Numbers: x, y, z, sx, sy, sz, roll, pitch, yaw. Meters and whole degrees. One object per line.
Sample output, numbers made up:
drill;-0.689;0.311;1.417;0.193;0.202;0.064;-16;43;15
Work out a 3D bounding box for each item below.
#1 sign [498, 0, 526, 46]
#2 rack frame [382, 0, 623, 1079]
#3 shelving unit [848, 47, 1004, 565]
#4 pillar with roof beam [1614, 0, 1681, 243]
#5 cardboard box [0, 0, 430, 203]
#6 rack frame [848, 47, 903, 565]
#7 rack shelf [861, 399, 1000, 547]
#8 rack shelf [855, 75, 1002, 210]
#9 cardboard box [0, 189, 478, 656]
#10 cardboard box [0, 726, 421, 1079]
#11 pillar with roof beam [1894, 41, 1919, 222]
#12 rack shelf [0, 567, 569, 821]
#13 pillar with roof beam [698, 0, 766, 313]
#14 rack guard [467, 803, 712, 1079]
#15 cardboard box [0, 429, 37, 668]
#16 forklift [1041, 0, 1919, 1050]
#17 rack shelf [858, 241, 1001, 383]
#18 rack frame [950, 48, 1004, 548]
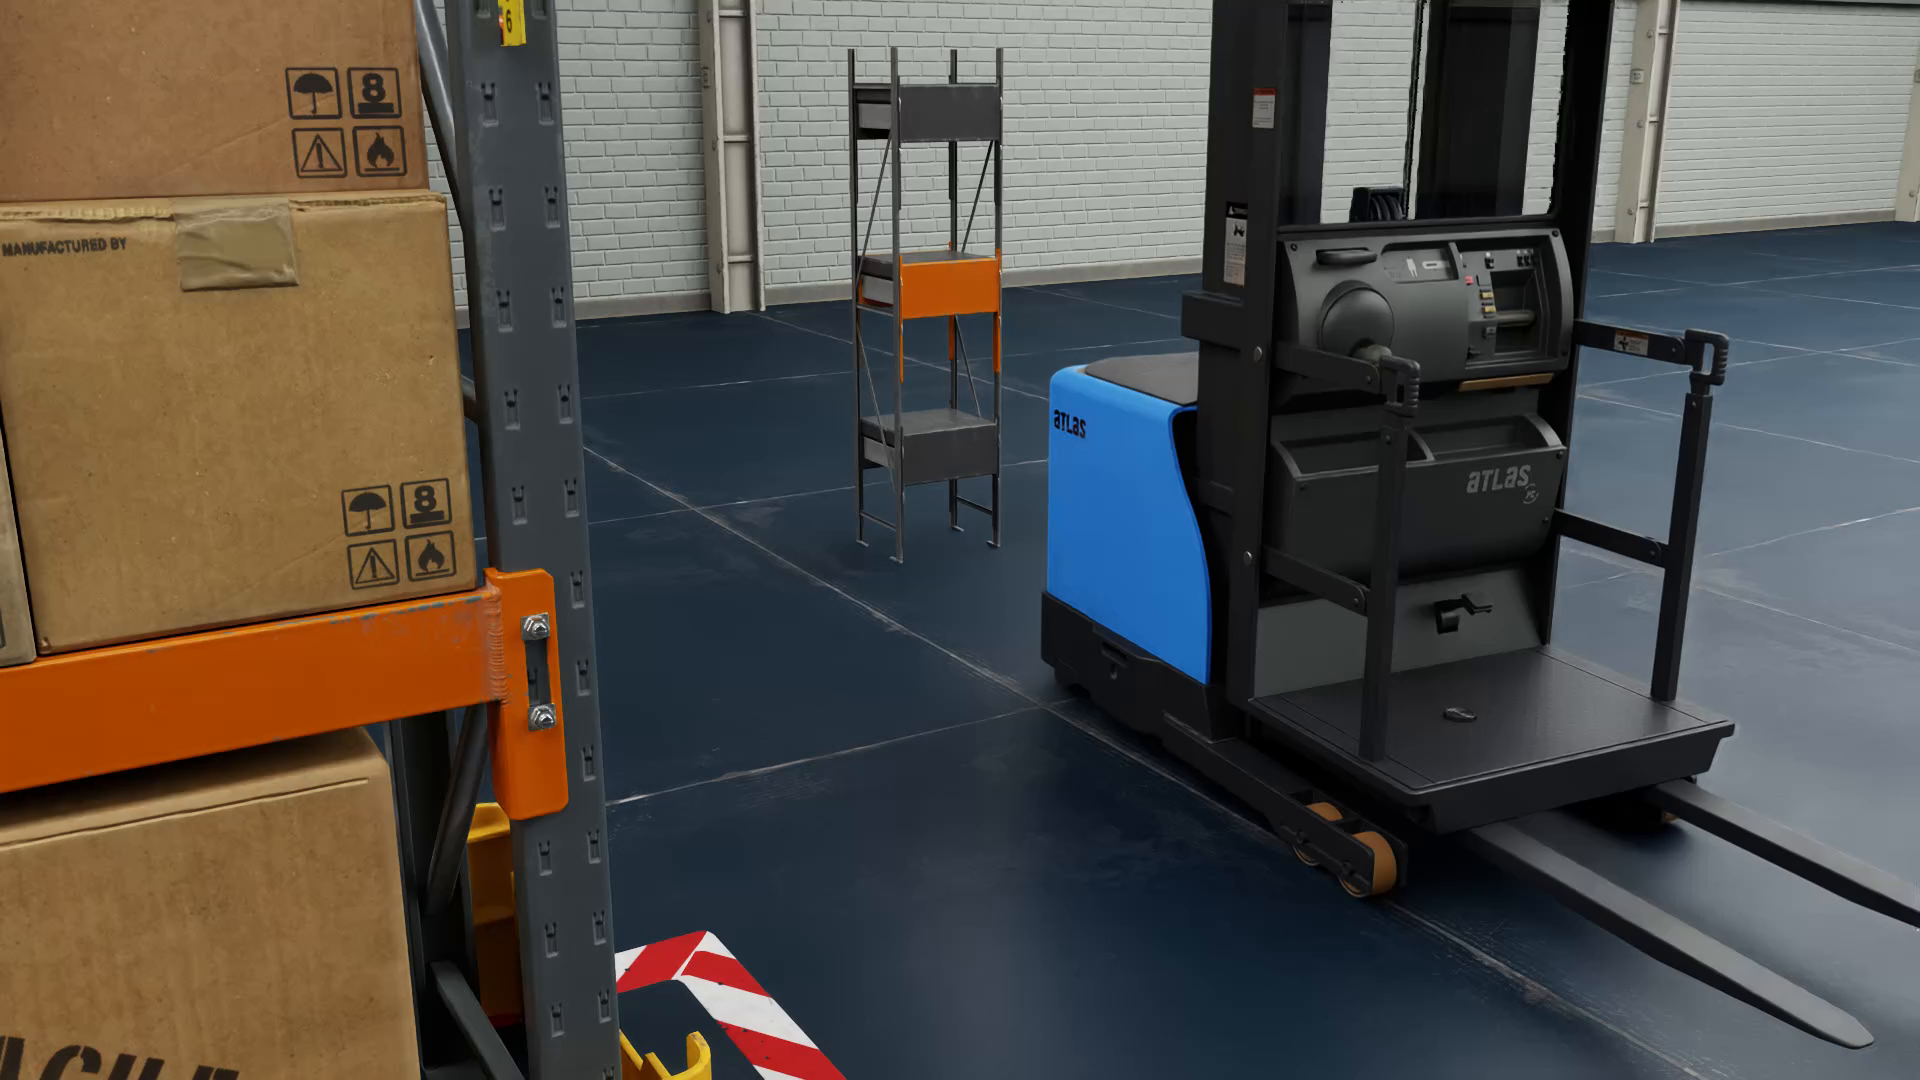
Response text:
sign;-0.573;-0.790;2.086;0.005;0.325;0.100;-9;18;-30
rack frame;-0.841;-0.246;2.729;0.127;3.000;1.000;-9;18;-30
shelving unit;-0.142;-0.988;7.044;0.503;2.100;0.431;-9;18;-30
pillar with roof beam;10.549;-7.031;15.821;0.400;9.000;9.100;-9;18;-30
cardboard box;-1.179;-0.795;2.411;0.550;0.550;0.875;-9;18;-30
rack frame;-0.351;-0.954;6.923;0.015;2.100;0.400;-9;18;-30
rack shelf;-0.142;-0.301;7.237;0.480;0.518;0.431;-9;18;-30
rack shelf;-0.142;-1.649;6.859;0.480;0.518;0.431;-9;18;-30
cardboard box;-1.135;-0.256;2.487;0.550;0.550;0.875;-9;18;-30
cardboard box;-1.388;0.685;2.568;0.875;0.875;0.875;-9;18;-29
pillar with roof beam;15.693;-7.865;18.796;0.400;9.000;9.100;-9;18;-30
rack shelf;-2.555;0.379;1.834;4.000;0.370;1.077;-9;18;-30
pillar with roof beam;0.263;-5.363;9.870;0.400;9.000;9.100;-9;18;-30
rack guard;-0.820;0.955;3.078;0.348;0.500;1.175;-9;18;-30
cardboard box;-1.596;-0.174;2.196;0.550;0.550;0.875;-9;18;-30
forklift;1.358;-0.642;4.272;1.130;2.935;3.031;-7;17;-24
rack shelf;-0.142;-0.975;7.048;0.480;0.518;0.431;-9;18;-30
rack frame;0.067;-1.022;7.165;0.015;2.100;0.400;-9;18;-30
